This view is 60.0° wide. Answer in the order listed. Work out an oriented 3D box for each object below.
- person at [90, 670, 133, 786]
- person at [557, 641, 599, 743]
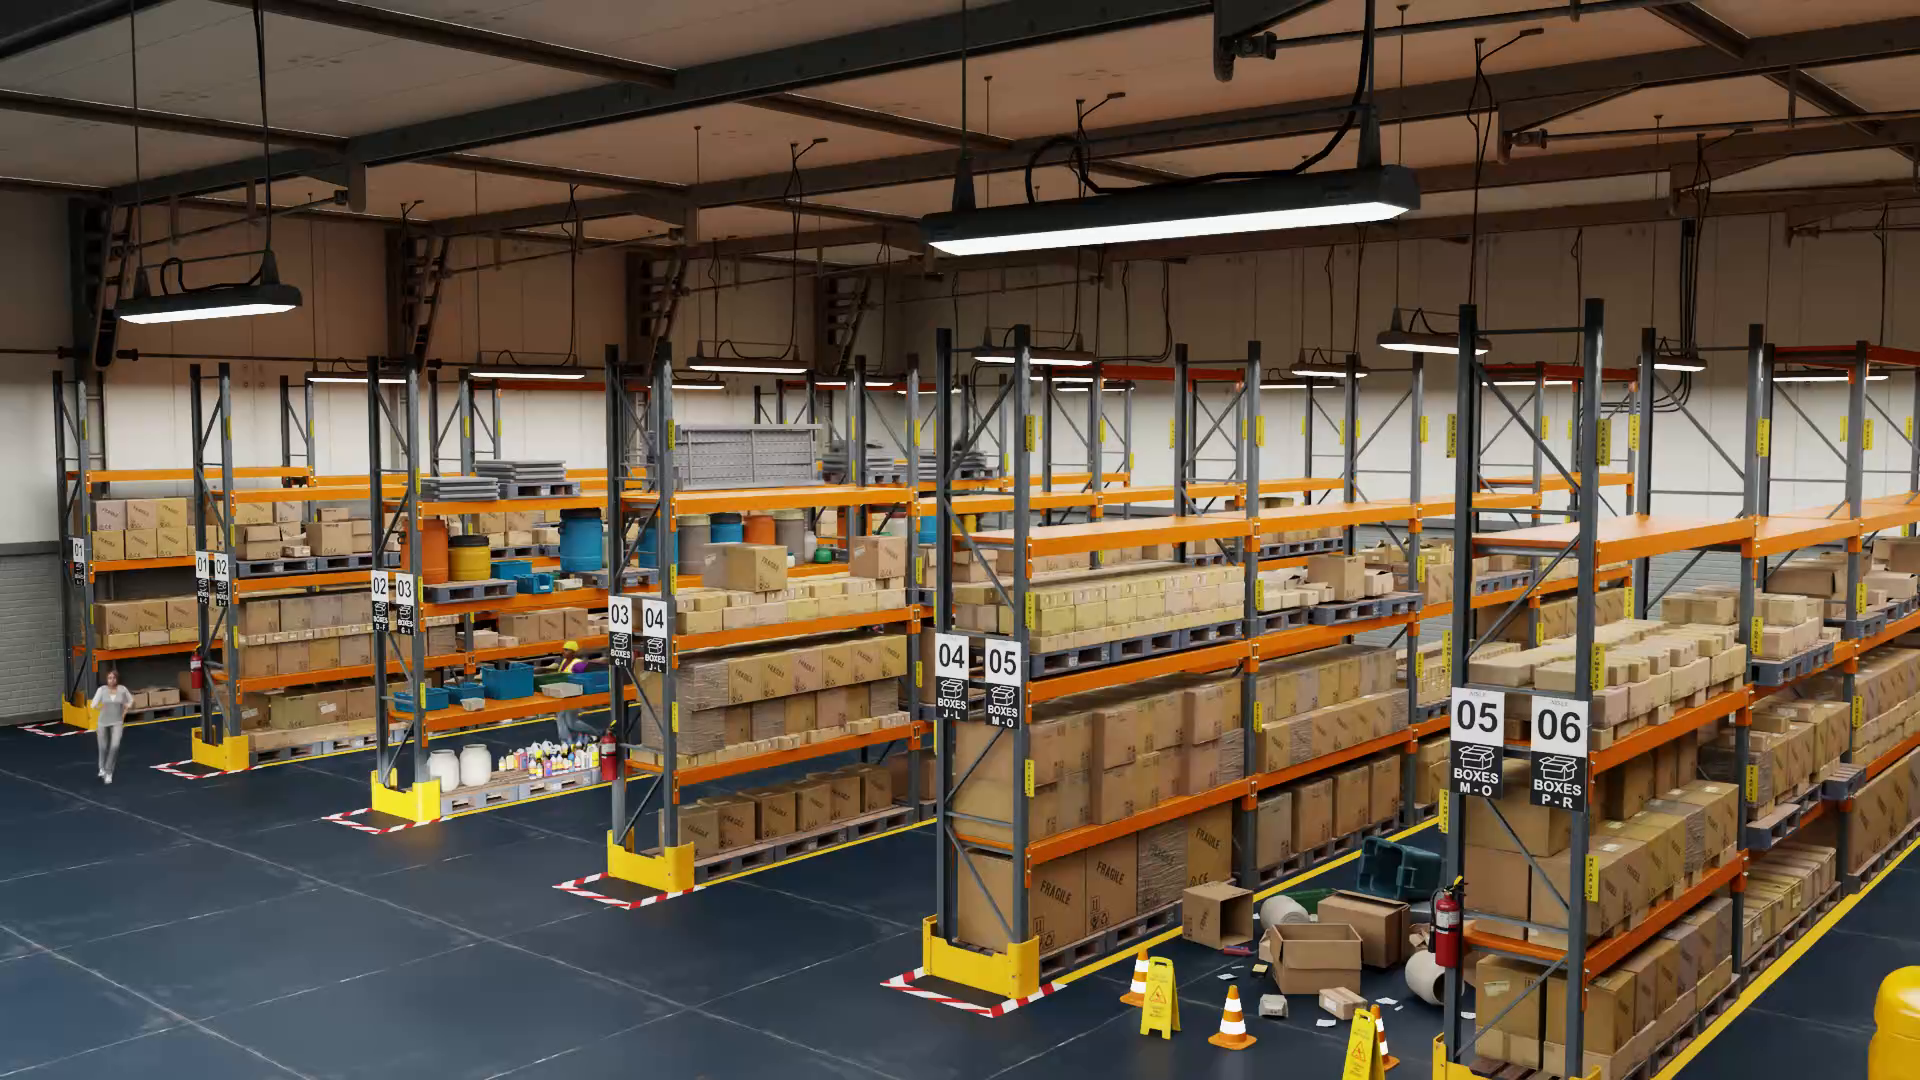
[{"bbox_3d":[-12.094,2.677,23.722,0.537,1.619,0.691,-2,4,-23],"label":"person"},{"bbox_3d":[-5.995,2.434,25.748,0.714,1.757,0.785,4,6,44],"label":"person"}]
